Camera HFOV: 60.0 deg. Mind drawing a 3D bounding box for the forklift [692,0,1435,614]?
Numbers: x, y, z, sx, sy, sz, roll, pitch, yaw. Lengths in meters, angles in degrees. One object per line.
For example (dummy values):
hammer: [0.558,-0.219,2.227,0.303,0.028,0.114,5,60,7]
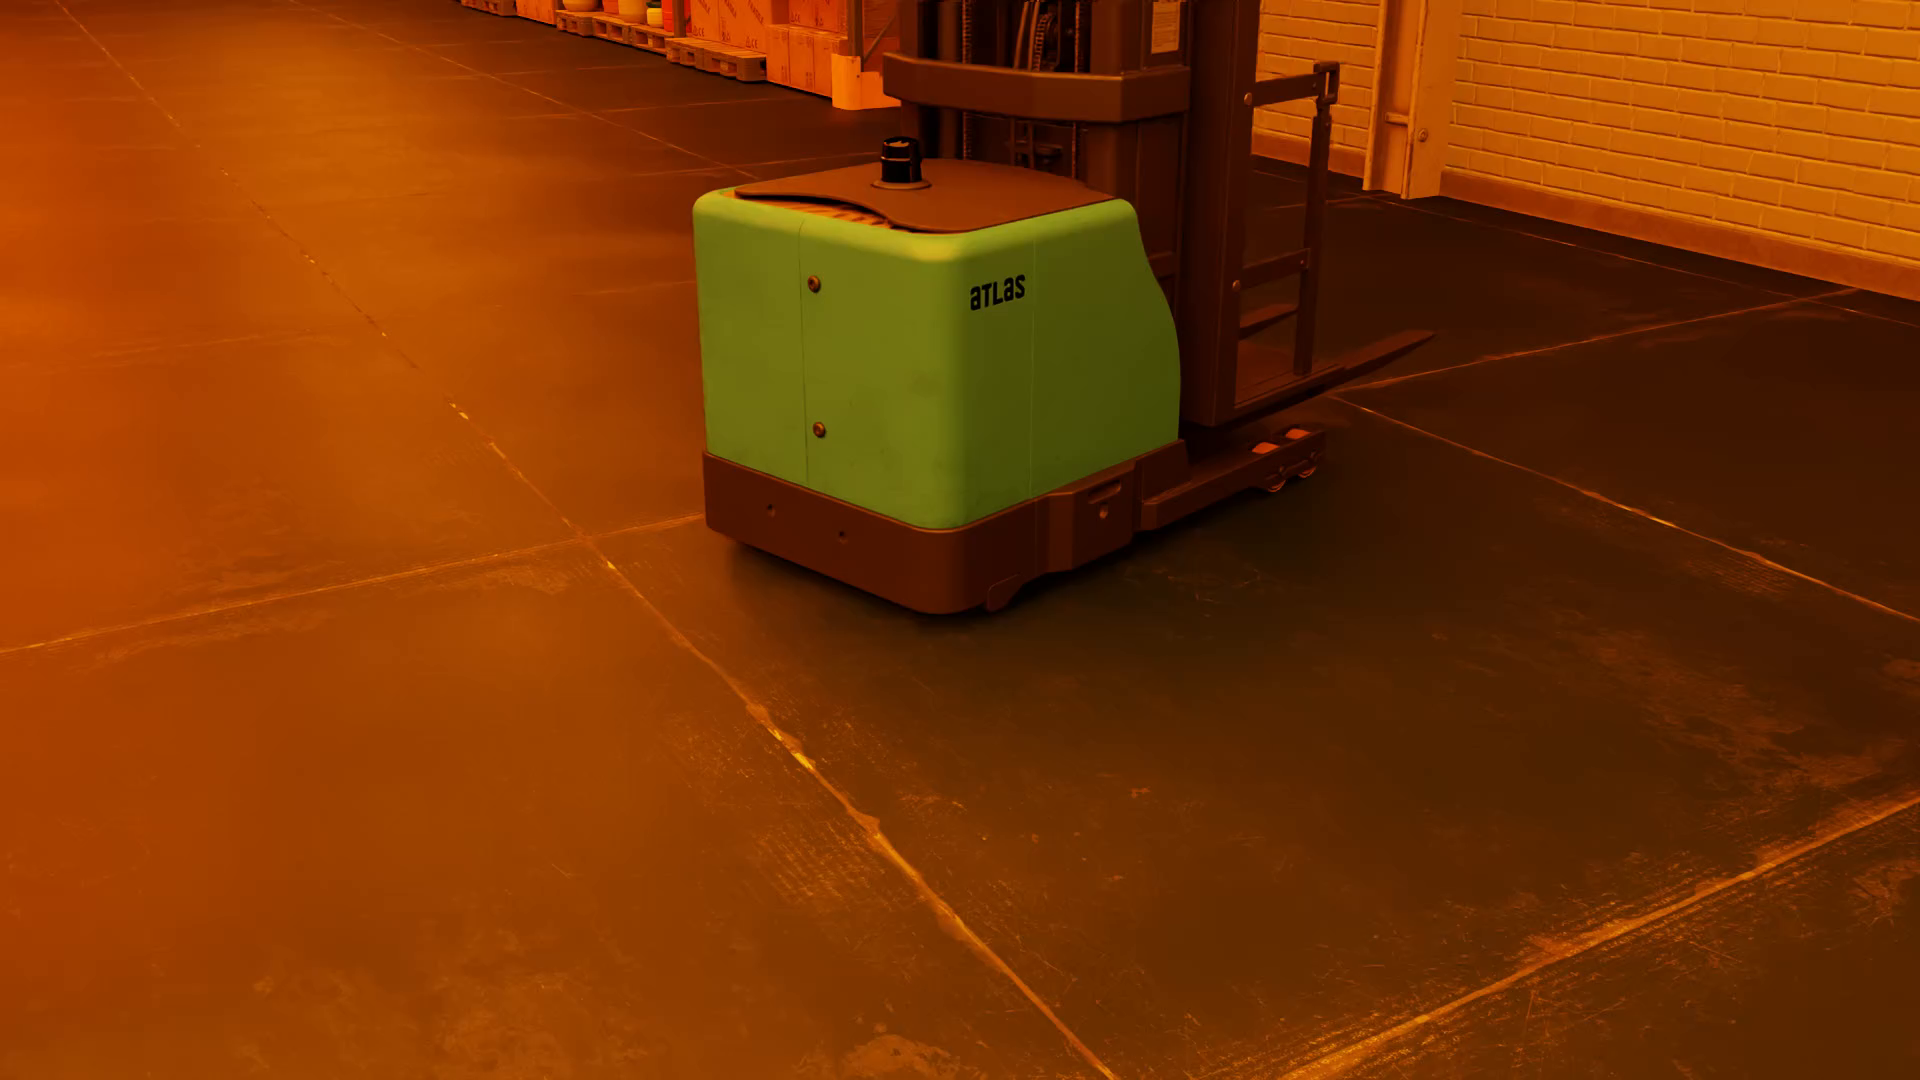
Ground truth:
forklift: [0.596,-1.630,5.245,1.130,2.935,3.031,19,29,39]
